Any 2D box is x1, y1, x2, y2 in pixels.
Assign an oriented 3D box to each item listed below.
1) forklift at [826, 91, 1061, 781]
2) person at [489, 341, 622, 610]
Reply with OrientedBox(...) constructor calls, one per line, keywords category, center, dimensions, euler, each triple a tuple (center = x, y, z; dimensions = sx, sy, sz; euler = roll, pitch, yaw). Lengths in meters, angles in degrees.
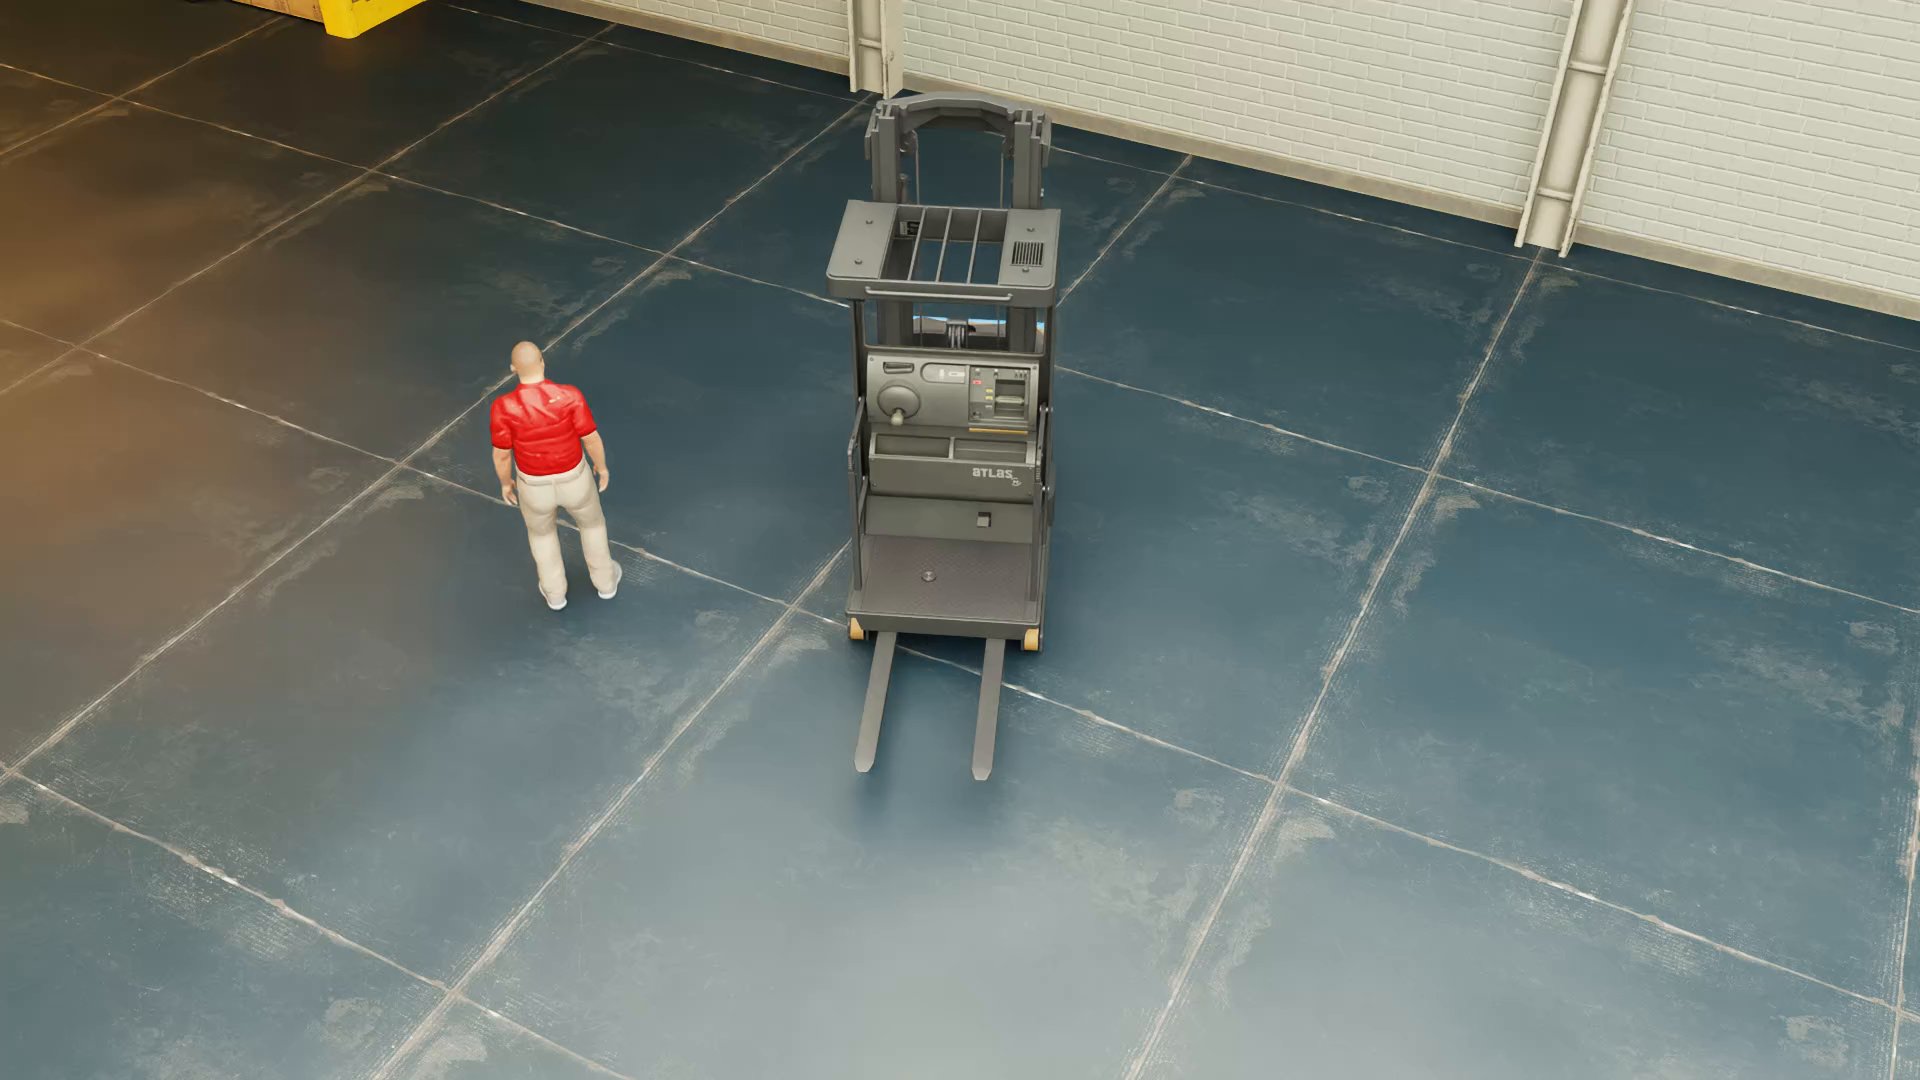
OrientedBox(category="forklift", center=(-0.058, -0.718, 8.839), dimensions=(1.130, 2.935, 3.031), euler=(3, 40, 4))
OrientedBox(category="person", center=(-2.278, -0.350, 9.337), dimensions=(0.599, 1.725, 0.402), euler=(-10, 41, -11))
